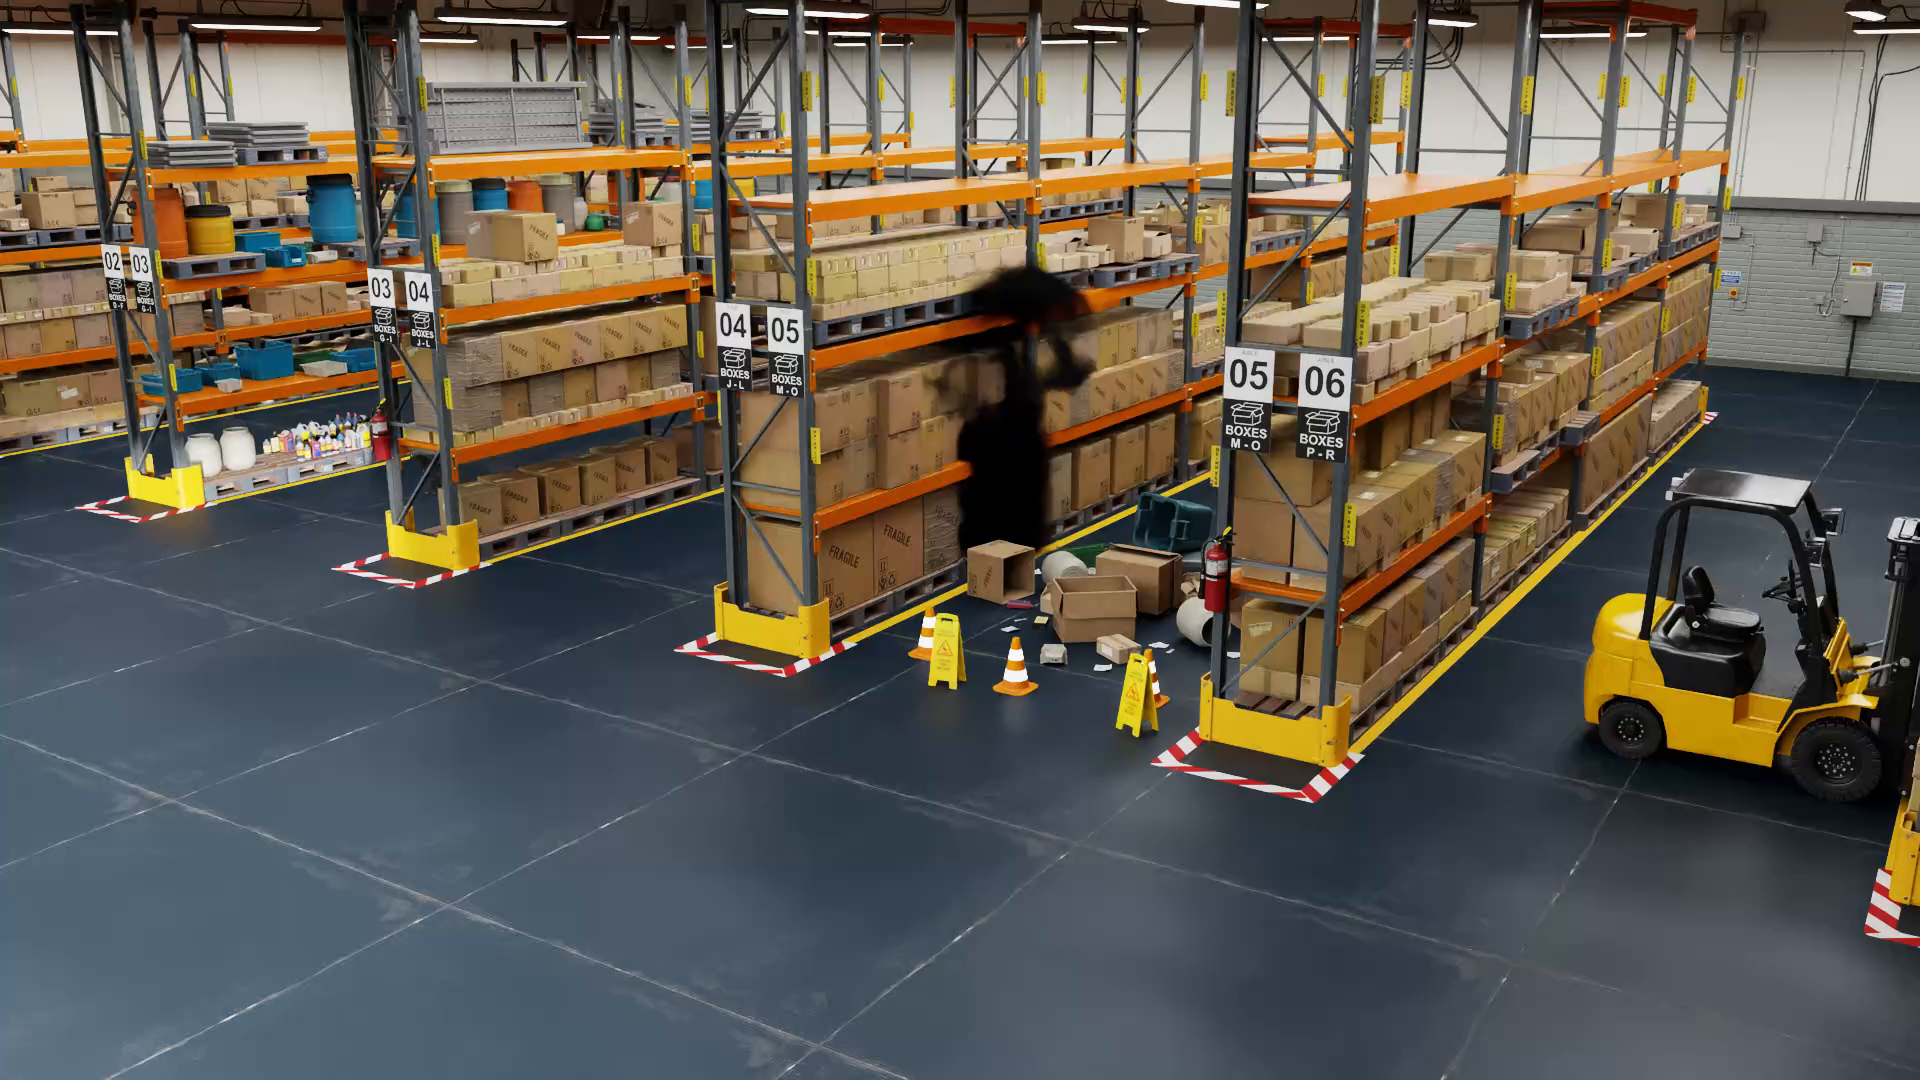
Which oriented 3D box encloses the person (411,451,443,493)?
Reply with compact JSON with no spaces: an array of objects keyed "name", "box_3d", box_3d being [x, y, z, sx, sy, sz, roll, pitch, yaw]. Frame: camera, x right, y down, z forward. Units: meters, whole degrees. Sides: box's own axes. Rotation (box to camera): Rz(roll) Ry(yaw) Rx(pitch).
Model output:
[{"name":"person","box_3d":[-6.726,-1.398,21.164,0.606,1.620,0.785,5,16,18]}]
